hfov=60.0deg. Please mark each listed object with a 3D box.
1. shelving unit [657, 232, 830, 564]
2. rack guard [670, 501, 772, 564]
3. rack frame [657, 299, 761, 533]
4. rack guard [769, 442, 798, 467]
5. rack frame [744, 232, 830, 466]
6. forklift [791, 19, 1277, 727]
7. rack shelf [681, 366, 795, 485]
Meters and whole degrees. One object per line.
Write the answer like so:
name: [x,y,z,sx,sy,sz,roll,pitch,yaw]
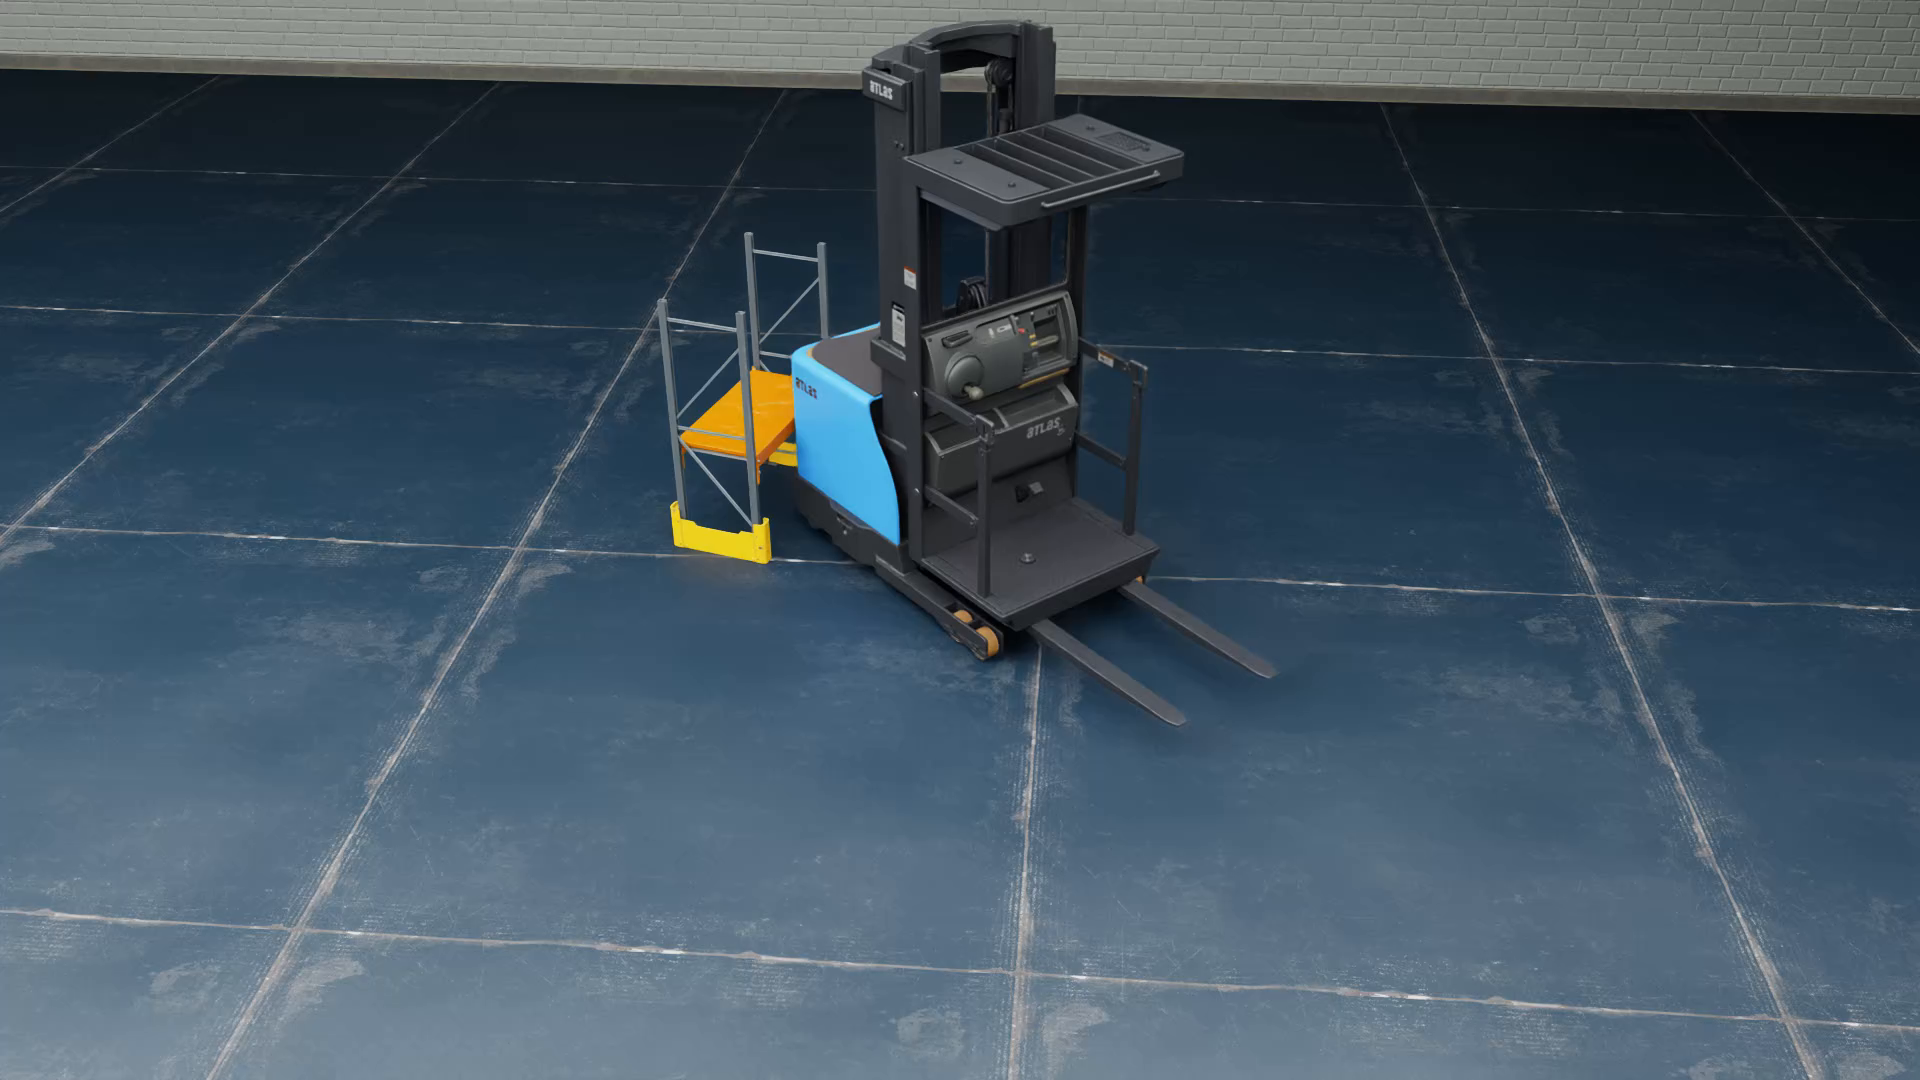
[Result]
shelving unit: [-1.174,-0.822,9.434,0.587,1.500,1.083,11,33,17]
rack guard: [-1.346,-0.044,9.364,0.587,0.250,0.087,11,33,17]
rack frame: [-1.346,-0.576,9.035,0.500,1.500,0.032,11,33,17]
rack guard: [-1.003,-0.535,10.160,0.587,0.250,0.087,11,33,17]
rack frame: [-0.996,-1.077,9.848,0.500,1.500,0.032,11,33,17]
forklift: [0.348,-0.930,8.245,1.130,2.935,3.031,-22,38,-31]
rack shelf: [-1.171,-0.673,9.536,0.538,0.185,1.000,11,33,17]
